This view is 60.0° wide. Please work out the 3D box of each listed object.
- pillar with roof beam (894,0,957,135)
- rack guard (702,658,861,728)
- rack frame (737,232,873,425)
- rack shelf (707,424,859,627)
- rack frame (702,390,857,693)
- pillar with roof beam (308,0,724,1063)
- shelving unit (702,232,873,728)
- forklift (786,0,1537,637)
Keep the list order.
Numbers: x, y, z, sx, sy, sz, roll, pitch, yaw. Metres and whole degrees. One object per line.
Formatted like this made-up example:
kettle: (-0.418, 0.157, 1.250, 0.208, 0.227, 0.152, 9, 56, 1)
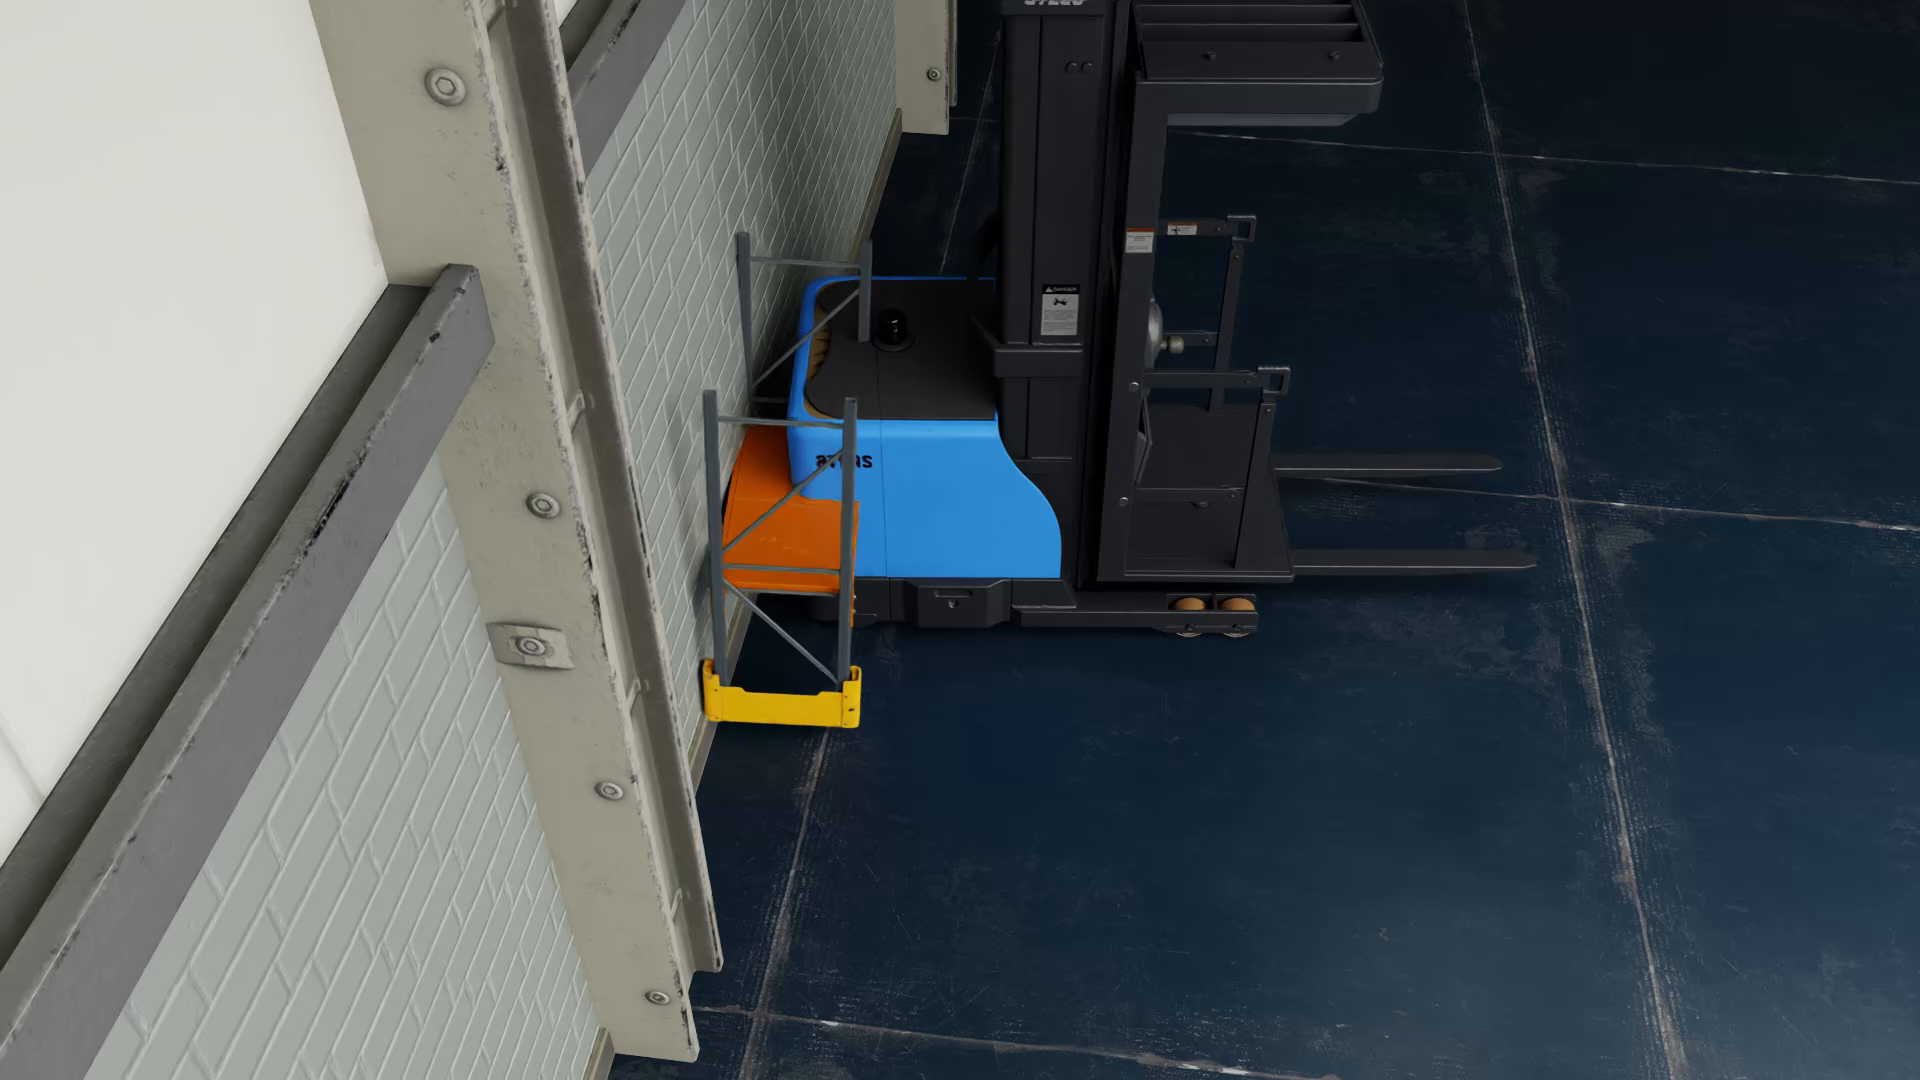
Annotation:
pillar with roof beam: (4.068, -5.404, 6.412, 9.100, 9.000, 0.400, 5, 44, 6)
rack guard: (-0.672, 0.581, 6.289, 0.587, 0.250, 0.087, 3, 40, -2)
rack frame: (-0.624, -0.551, 6.662, 0.500, 1.500, 0.032, 3, 40, -2)
rack shelf: (-0.639, -0.085, 6.390, 0.538, 0.185, 1.000, 3, 40, -2)
rack frame: (-0.632, 0.106, 5.885, 0.500, 1.500, 0.032, 3, 40, -2)
pillar with roof beam: (3.275, -1.315, 2.094, 9.100, 9.000, 0.400, 5, 44, 6)
shelving unit: (-0.628, -0.217, 6.267, 0.587, 1.500, 1.083, 3, 40, -2)
forklift: (0.855, -1.036, 6.212, 3.031, 2.935, 1.130, 0, 43, 0)
